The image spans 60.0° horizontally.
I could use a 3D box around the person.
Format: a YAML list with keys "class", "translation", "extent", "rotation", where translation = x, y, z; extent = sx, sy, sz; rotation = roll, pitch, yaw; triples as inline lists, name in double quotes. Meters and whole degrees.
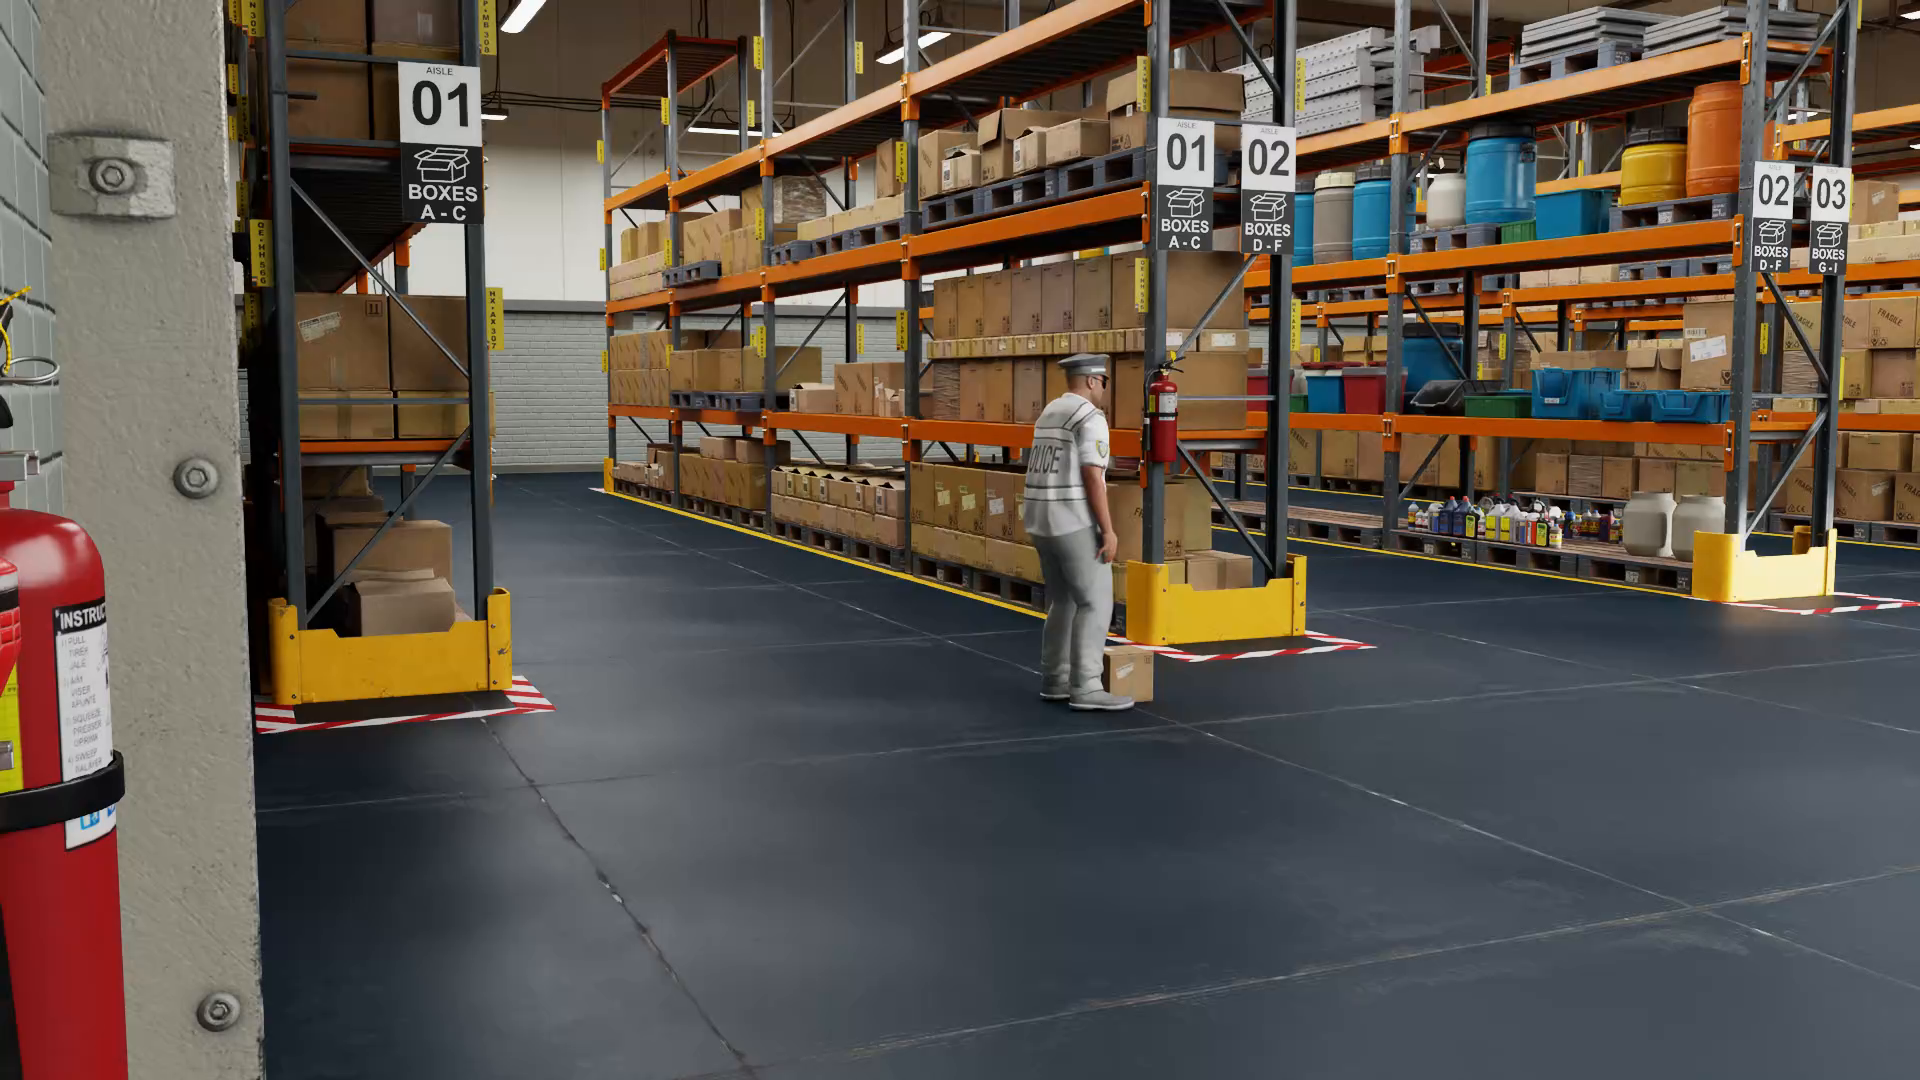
- class: "person"
  translation: [0.559, -0.052, 8.276]
  extent: [0.437, 1.747, 0.604]
  rotation: [-3, 6, -27]
